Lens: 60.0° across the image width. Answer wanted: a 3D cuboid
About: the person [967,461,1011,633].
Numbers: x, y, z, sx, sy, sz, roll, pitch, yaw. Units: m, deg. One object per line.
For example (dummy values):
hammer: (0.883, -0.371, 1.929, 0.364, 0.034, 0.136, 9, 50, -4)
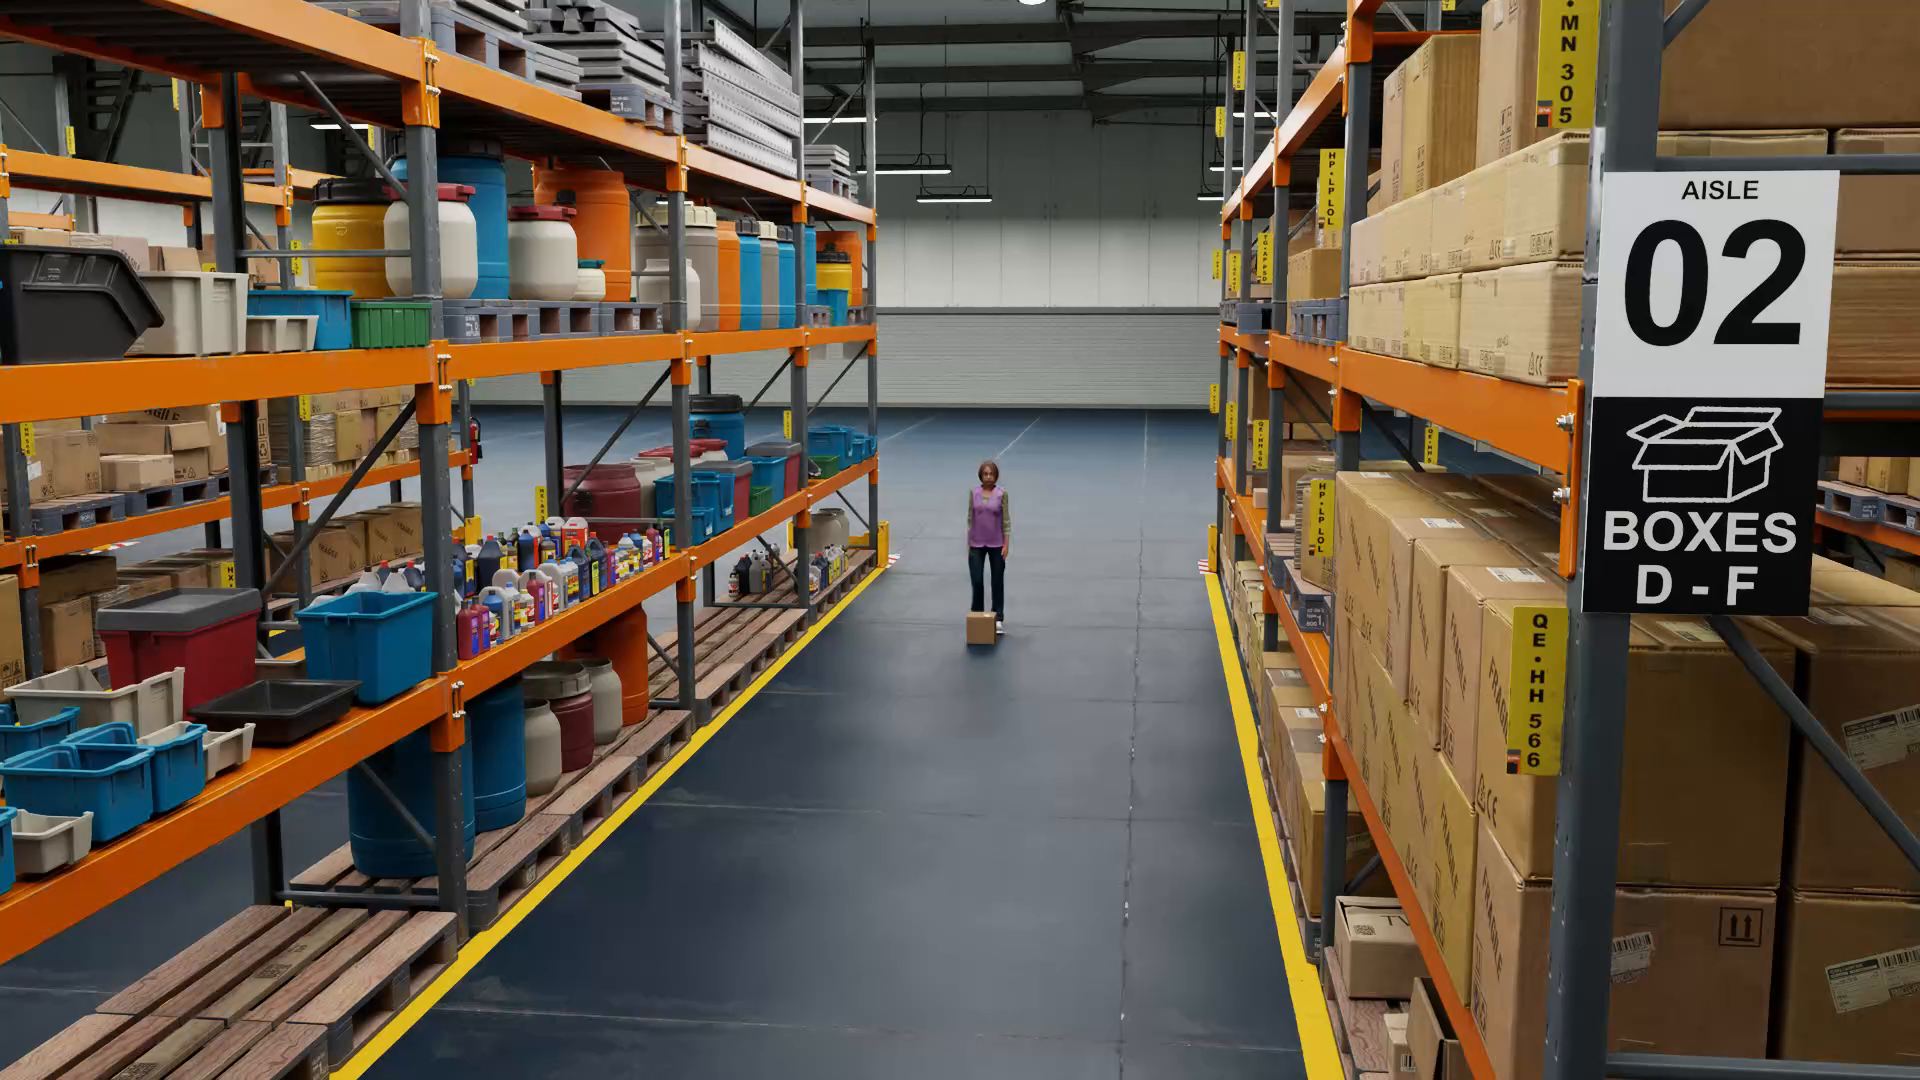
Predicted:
person: (0.265, 0.076, 15.375, 0.407, 1.624, 0.316, 1, 8, 8)
